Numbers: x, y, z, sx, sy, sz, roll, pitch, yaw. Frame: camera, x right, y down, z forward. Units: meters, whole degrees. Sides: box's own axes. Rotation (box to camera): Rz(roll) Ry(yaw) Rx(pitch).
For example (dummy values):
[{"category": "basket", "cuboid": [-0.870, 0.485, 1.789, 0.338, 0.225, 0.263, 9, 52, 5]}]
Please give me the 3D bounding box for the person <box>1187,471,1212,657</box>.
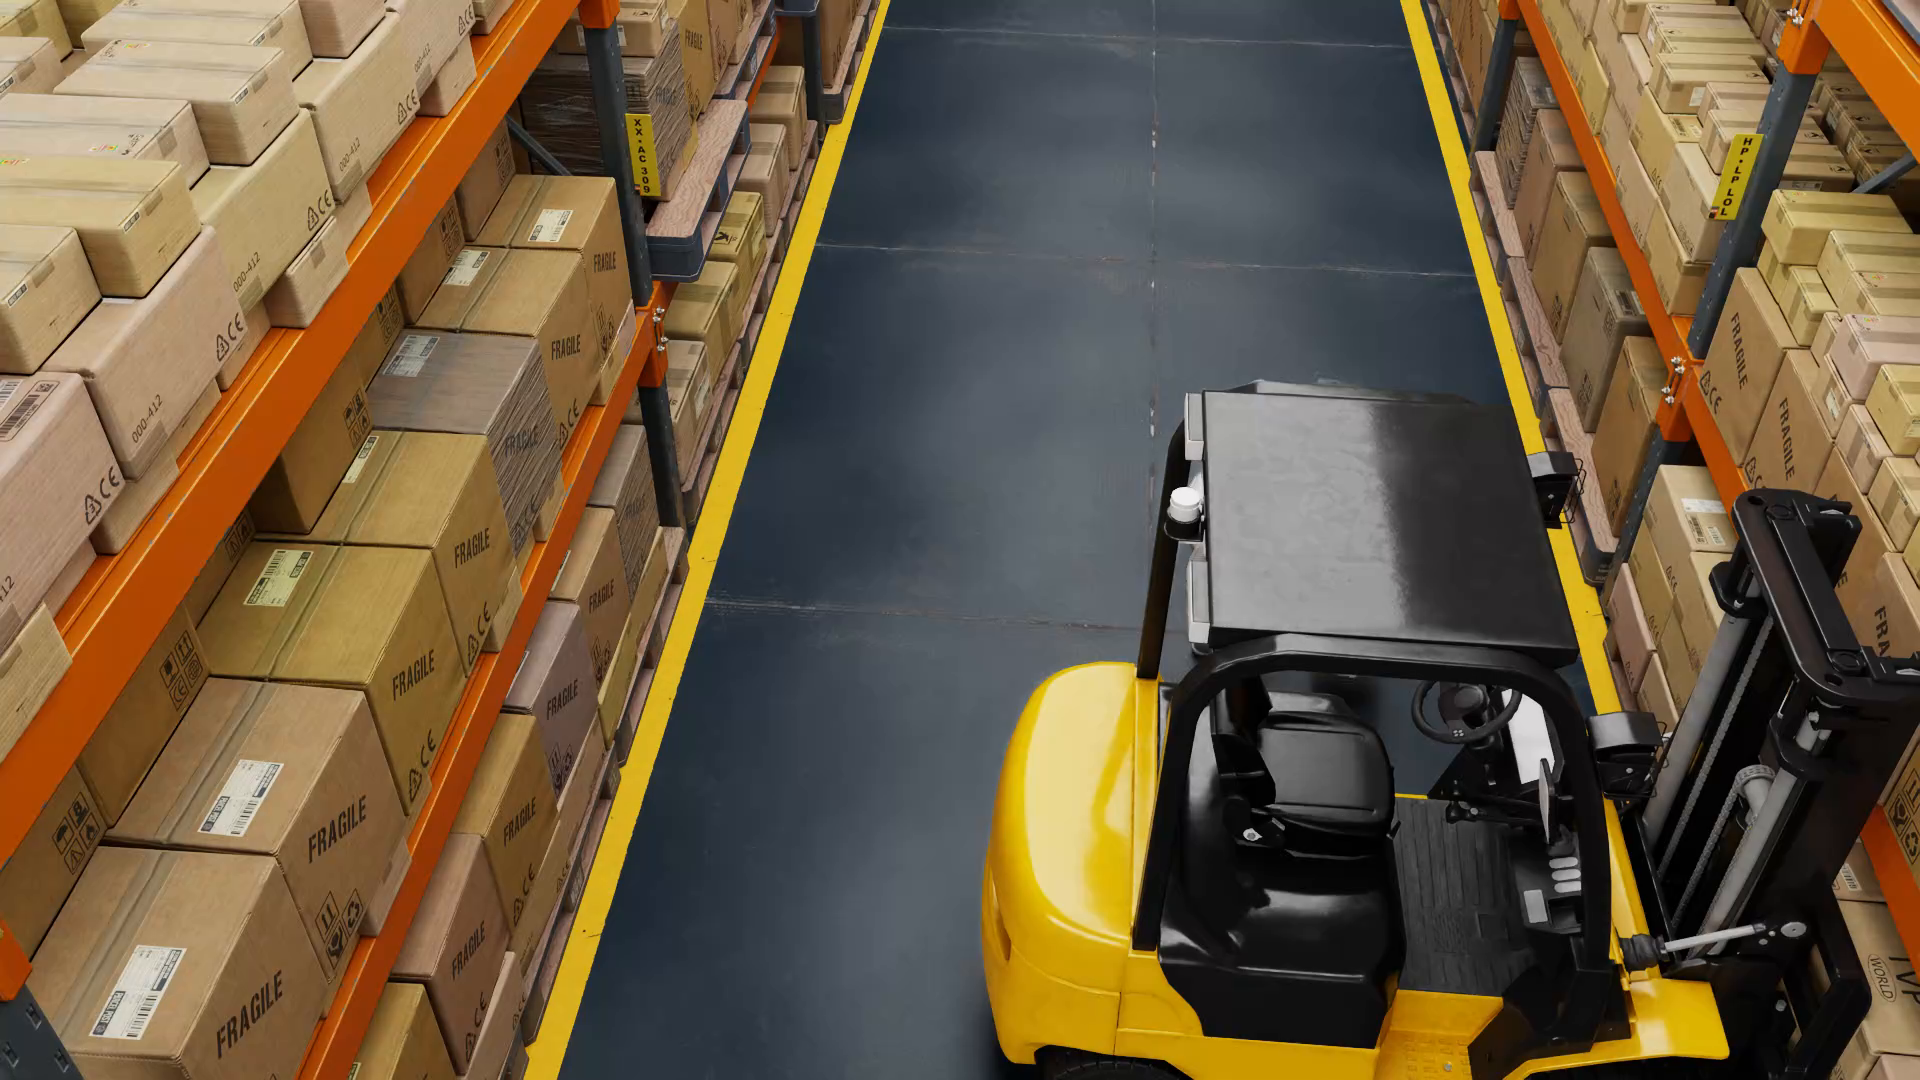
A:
[{"category": "person", "cuboid": [1.306, 0.159, 6.463, 0.916, 1.029, 0.424, 2, 40, 2]}]
